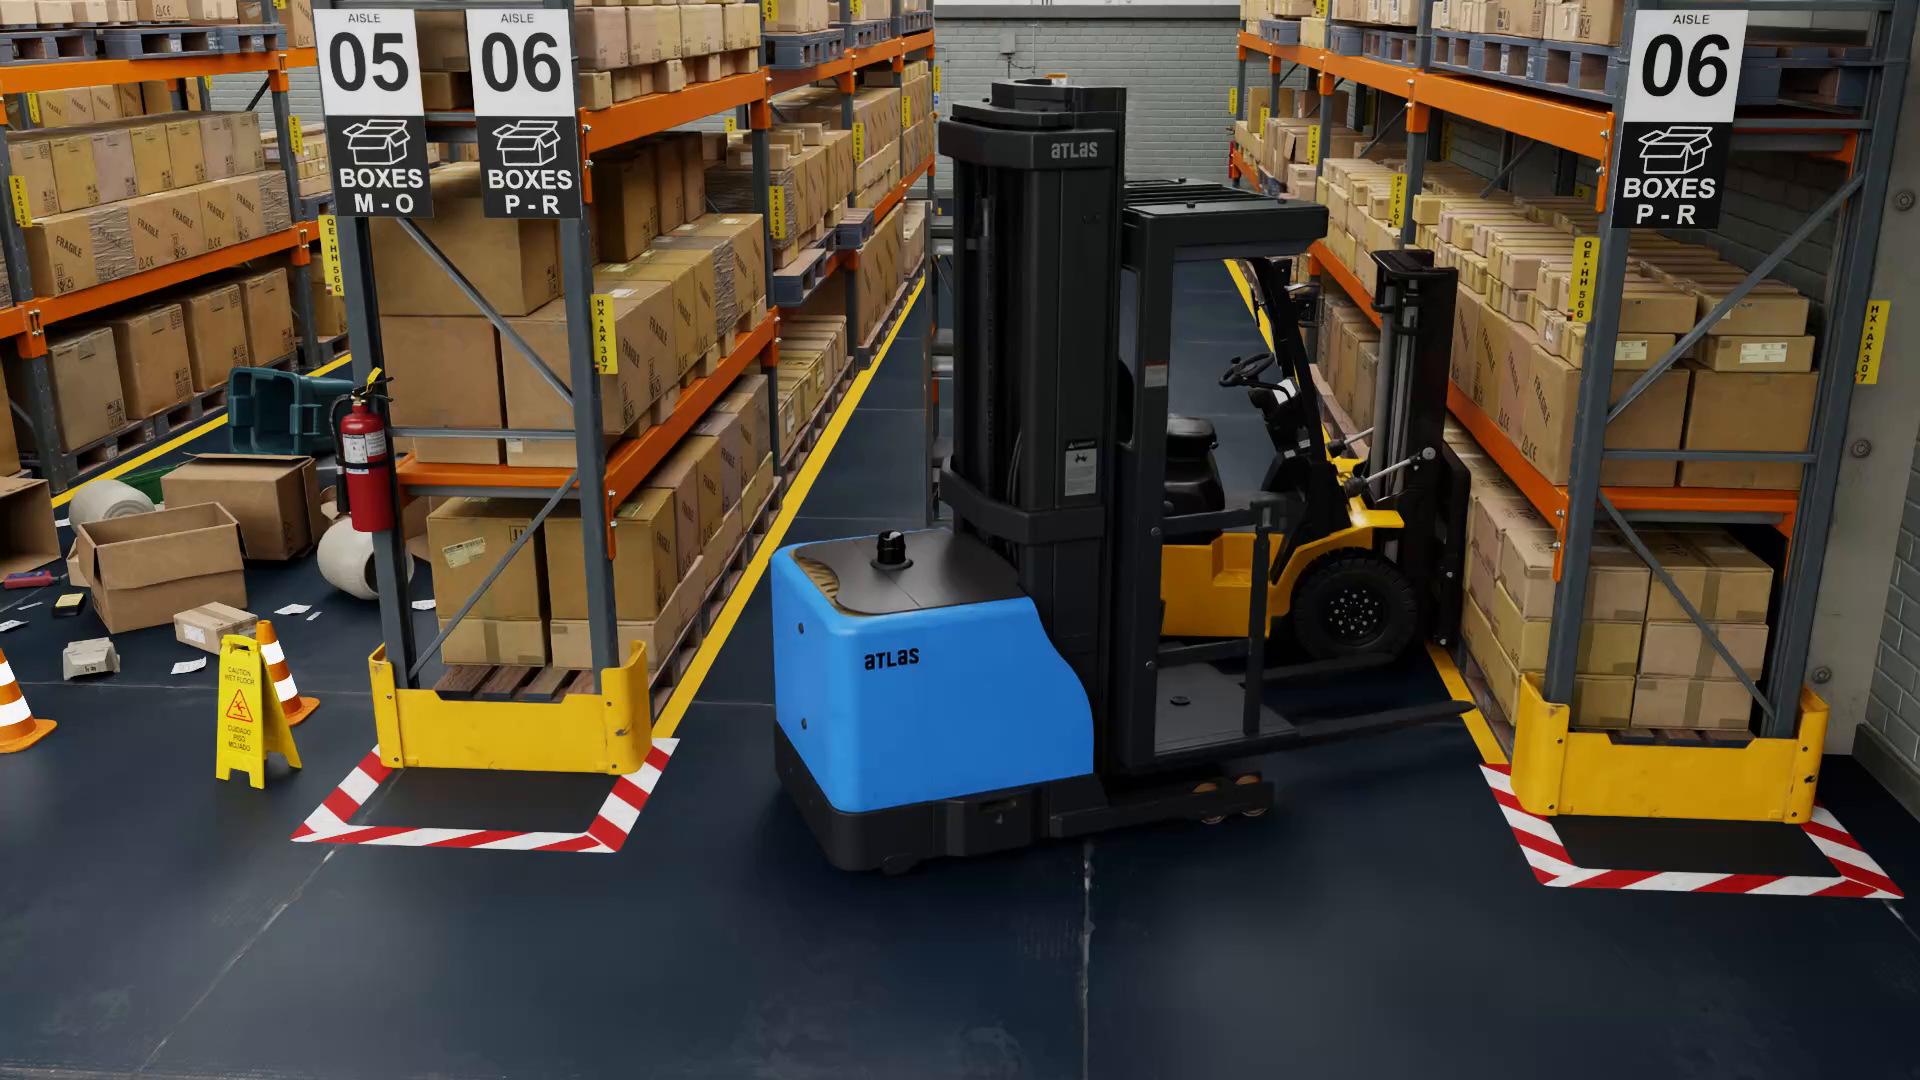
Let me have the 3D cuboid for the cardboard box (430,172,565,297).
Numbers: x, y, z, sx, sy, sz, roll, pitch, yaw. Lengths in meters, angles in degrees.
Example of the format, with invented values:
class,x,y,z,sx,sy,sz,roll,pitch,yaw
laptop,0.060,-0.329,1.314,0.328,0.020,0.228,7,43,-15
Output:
class,x,y,z,sx,sy,sz,roll,pitch,yaw
cardboard box,-2.131,-1.423,7.703,0.700,0.500,0.500,1,18,4

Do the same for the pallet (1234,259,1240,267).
class,x,y,z,sx,sy,sz,roll,pitch,yaw
pallet,4.043,-3.701,21.380,1.003,0.211,1.213,1,18,4

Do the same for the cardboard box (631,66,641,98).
class,x,y,z,sx,sy,sz,roll,pitch,yaw
cardboard box,-1.670,-2.082,7.547,0.380,0.149,0.250,1,18,4

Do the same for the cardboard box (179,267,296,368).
class,x,y,z,sx,sy,sz,roll,pitch,yaw
cardboard box,-6.498,-1.945,14.481,1.050,0.750,0.750,1,18,3

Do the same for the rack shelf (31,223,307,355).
class,x,y,z,sx,sy,sz,roll,pitch,yaw
rack shelf,-6.508,-2.039,12.983,1.077,0.370,4.000,1,18,4

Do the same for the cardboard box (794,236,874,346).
class,x,y,z,sx,sy,sz,roll,pitch,yaw
cardboard box,-1.288,-2.325,15.440,0.875,0.875,0.875,1,18,3

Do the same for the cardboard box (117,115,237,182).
class,x,y,z,sx,sy,sz,roll,pitch,yaw
cardboard box,-6.442,-3.228,13.691,0.700,0.500,0.500,1,18,3

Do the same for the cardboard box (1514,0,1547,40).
class,x,y,z,sx,sy,sz,roll,pitch,yaw
cardboard box,2.919,-2.507,7.445,0.700,0.500,0.500,1,18,4

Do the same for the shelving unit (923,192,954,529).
class,x,y,z,sx,sy,sz,roll,pitch,yaw
shelving unit,0.012,-1.049,10.253,0.431,2.100,0.503,1,18,4

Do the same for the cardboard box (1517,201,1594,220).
class,x,y,z,sx,sy,sz,roll,pitch,yaw
cardboard box,3.463,-1.885,9.678,0.380,0.149,0.250,1,18,2

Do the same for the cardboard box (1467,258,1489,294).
class,x,y,z,sx,sy,sz,roll,pitch,yaw
cardboard box,2.828,-1.354,8.534,0.380,0.149,0.250,1,18,3

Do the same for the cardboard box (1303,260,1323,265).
class,x,y,z,sx,sy,sz,roll,pitch,yaw
cardboard box,3.429,-2.539,15.654,0.380,0.149,0.250,2,18,6

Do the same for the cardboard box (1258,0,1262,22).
class,x,y,z,sx,sy,sz,roll,pitch,yaw
cardboard box,3.677,-6.027,18.945,0.500,0.250,0.500,2,18,5

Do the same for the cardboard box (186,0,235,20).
class,x,y,z,sx,sy,sz,roll,pitch,yaw
cardboard box,-6.141,-4.301,13.222,0.500,0.311,0.500,1,18,4

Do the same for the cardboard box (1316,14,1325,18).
class,x,y,z,sx,sy,sz,roll,pitch,yaw
cardboard box,3.373,-4.711,14.768,0.380,0.149,0.250,1,18,4

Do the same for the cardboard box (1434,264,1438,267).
class,x,y,z,sx,sy,sz,roll,pitch,yaw
cardboard box,2.931,-1.324,9.486,0.500,0.500,0.500,2,18,5

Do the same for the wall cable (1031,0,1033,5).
class,x,y,z,sx,sy,sz,roll,pitch,yaw
wall cable,0.030,-10.014,26.531,2.355,3.000,0.029,1,18,4

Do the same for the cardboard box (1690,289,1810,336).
class,x,y,z,sx,sy,sz,roll,pitch,yaw
cardboard box,3.194,-0.925,6.749,0.380,0.149,0.250,1,18,3

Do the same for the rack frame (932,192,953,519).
class,x,y,z,sx,sy,sz,roll,pitch,yaw
rack frame,0.029,-1.125,10.484,0.400,2.100,0.015,1,18,4

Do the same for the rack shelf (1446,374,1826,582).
class,x,y,z,sx,sy,sz,roll,pitch,yaw
rack shelf,3.101,-0.608,8.616,1.077,0.370,4.000,1,18,4

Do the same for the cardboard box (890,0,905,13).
class,x,y,z,sx,sy,sz,roll,pitch,yaw
cardboard box,-0.882,-6.063,18.296,0.500,0.500,0.500,2,18,5

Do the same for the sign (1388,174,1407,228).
class,x,y,z,sx,sy,sz,roll,pitch,yaw
sign,2.702,-2.092,10.259,0.100,0.325,0.005,1,18,4

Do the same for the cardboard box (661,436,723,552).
class,x,y,z,sx,sy,sz,roll,pitch,yaw
cardboard box,-1.582,-0.257,8.928,0.500,0.500,0.500,2,18,5

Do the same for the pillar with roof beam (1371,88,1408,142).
class,x,y,z,sx,sy,sz,roll,pitch,yaw
pillar with roof beam,0.472,-7.198,17.940,9.100,9.000,0.400,1,18,4

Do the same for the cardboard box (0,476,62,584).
class,x,y,z,sx,sy,sz,roll,pitch,yaw
cardboard box,-5.739,-0.068,9.823,0.500,0.500,0.500,4,19,13

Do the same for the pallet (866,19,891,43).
class,x,y,z,sx,sy,sz,roll,pitch,yaw
pallet,-1.150,-5.214,17.007,0.805,0.209,1.217,1,18,2

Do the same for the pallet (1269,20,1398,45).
class,x,y,z,sx,sy,sz,roll,pitch,yaw
pallet,3.629,-4.868,15.948,1.213,0.211,1.003,1,18,4

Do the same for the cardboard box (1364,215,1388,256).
class,x,y,z,sx,sy,sz,roll,pitch,yaw
cardboard box,3.054,-2.055,11.316,0.500,0.250,0.500,1,18,2

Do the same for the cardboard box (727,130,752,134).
class,x,y,z,sx,sy,sz,roll,pitch,yaw
cardboard box,-1.684,-3.177,13.987,0.500,0.500,0.500,1,18,2

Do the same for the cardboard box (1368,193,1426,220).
class,x,y,z,sx,sy,sz,roll,pitch,yaw
cardboard box,3.004,-2.278,11.354,0.380,0.149,0.250,1,18,2

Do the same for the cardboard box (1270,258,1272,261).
class,x,y,z,sx,sy,sz,roll,pitch,yaw
cardboard box,3.558,-2.922,17.863,0.500,0.500,0.500,2,18,6

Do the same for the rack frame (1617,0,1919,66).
class,x,y,z,sx,sy,sz,roll,pitch,yaw
rack frame,2.957,-3.179,5.674,1.000,3.000,0.127,1,18,4

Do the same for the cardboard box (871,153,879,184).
class,x,y,z,sx,sy,sz,roll,pitch,yaw
cardboard box,-1.052,-3.556,15.896,0.500,0.250,0.500,1,18,4

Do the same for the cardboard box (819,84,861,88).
class,x,y,z,sx,sy,sz,roll,pitch,yaw
cardboard box,-1.375,-4.840,18.612,0.500,0.500,0.500,1,18,3

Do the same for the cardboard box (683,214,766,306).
class,x,y,z,sx,sy,sz,roll,pitch,yaw
cardboard box,-1.491,-1.726,10.234,0.500,0.500,0.500,1,18,3

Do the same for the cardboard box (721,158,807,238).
class,x,y,z,sx,sy,sz,roll,pitch,yaw
cardboard box,-1.352,-2.364,11.506,0.500,0.500,0.500,1,18,4

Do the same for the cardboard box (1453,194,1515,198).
class,x,y,z,sx,sy,sz,roll,pitch,yaw
cardboard box,3.571,-2.270,11.332,0.380,0.149,0.250,1,18,3

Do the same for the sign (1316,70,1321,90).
class,x,y,z,sx,sy,sz,roll,pitch,yaw
sign,4.656,-5.980,21.487,0.100,0.325,0.005,1,18,4

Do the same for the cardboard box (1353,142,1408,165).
class,x,y,z,sx,sy,sz,roll,pitch,yaw
cardboard box,3.724,-3.217,14.587,0.500,0.500,0.500,2,18,7

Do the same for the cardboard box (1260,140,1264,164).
class,x,y,z,sx,sy,sz,roll,pitch,yaw
cardboard box,3.611,-4.289,18.459,0.500,0.250,0.500,2,18,5

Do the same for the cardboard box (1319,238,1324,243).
class,x,y,z,sx,sy,sz,roll,pitch,yaw
cardboard box,3.255,-2.609,13.810,0.500,0.250,0.500,1,18,4

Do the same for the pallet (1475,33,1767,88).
class,x,y,z,sx,sy,sz,roll,pitch,yaw
pallet,3.119,-2.311,7.983,1.003,0.211,1.213,1,18,4

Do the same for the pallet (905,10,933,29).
class,x,y,z,sx,sy,sz,roll,pitch,yaw
pallet,-0.890,-6.560,20.951,1.003,0.211,1.213,1,18,4

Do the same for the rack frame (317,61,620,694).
class,x,y,z,sx,sy,sz,roll,pitch,yaw
rack frame,-1.994,-0.438,6.943,1.000,3.000,0.127,1,18,4

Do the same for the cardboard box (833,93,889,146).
class,x,y,z,sx,sy,sz,roll,pitch,yaw
cardboard box,-1.001,-4.225,16.735,0.500,0.500,0.500,2,18,6

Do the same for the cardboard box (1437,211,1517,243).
class,x,y,z,sx,sy,sz,roll,pitch,yaw
cardboard box,2.866,-1.735,9.221,0.380,0.149,0.250,2,18,5

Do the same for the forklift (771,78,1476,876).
class,x,y,z,sx,sy,sz,roll,pitch,yaw
forklift,0.775,-0.369,6.843,3.031,2.935,1.130,-7,19,-19

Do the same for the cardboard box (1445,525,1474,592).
class,x,y,z,sx,sy,sz,roll,pitch,yaw
cardboard box,2.743,0.067,8.341,0.500,0.250,0.500,1,18,3

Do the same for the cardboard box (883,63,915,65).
class,x,y,z,sx,sy,sz,roll,pitch,yaw
cardboard box,-0.750,-5.804,20.511,0.380,0.149,0.250,1,18,3

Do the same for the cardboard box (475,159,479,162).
class,x,y,z,sx,sy,sz,roll,pitch,yaw
cardboard box,-5.820,-4.371,19.350,0.380,0.149,0.250,0,18,1

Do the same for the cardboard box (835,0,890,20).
class,x,y,z,sx,sy,sz,roll,pitch,yaw
cardboard box,-0.987,-5.469,16.949,0.500,0.311,0.500,1,18,4

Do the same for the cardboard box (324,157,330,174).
class,x,y,z,sx,sy,sz,roll,pitch,yaw
cardboard box,-6.097,-3.536,15.649,0.380,0.149,0.250,1,18,2

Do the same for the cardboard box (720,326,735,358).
class,x,y,z,sx,sy,sz,roll,pitch,yaw
cardboard box,-1.496,-1.139,9.484,0.380,0.149,0.250,1,18,3

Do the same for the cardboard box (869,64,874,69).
class,x,y,z,sx,sy,sz,roll,pitch,yaw
cardboard box,-1.256,-5.732,20.290,0.380,0.149,0.250,1,18,4
